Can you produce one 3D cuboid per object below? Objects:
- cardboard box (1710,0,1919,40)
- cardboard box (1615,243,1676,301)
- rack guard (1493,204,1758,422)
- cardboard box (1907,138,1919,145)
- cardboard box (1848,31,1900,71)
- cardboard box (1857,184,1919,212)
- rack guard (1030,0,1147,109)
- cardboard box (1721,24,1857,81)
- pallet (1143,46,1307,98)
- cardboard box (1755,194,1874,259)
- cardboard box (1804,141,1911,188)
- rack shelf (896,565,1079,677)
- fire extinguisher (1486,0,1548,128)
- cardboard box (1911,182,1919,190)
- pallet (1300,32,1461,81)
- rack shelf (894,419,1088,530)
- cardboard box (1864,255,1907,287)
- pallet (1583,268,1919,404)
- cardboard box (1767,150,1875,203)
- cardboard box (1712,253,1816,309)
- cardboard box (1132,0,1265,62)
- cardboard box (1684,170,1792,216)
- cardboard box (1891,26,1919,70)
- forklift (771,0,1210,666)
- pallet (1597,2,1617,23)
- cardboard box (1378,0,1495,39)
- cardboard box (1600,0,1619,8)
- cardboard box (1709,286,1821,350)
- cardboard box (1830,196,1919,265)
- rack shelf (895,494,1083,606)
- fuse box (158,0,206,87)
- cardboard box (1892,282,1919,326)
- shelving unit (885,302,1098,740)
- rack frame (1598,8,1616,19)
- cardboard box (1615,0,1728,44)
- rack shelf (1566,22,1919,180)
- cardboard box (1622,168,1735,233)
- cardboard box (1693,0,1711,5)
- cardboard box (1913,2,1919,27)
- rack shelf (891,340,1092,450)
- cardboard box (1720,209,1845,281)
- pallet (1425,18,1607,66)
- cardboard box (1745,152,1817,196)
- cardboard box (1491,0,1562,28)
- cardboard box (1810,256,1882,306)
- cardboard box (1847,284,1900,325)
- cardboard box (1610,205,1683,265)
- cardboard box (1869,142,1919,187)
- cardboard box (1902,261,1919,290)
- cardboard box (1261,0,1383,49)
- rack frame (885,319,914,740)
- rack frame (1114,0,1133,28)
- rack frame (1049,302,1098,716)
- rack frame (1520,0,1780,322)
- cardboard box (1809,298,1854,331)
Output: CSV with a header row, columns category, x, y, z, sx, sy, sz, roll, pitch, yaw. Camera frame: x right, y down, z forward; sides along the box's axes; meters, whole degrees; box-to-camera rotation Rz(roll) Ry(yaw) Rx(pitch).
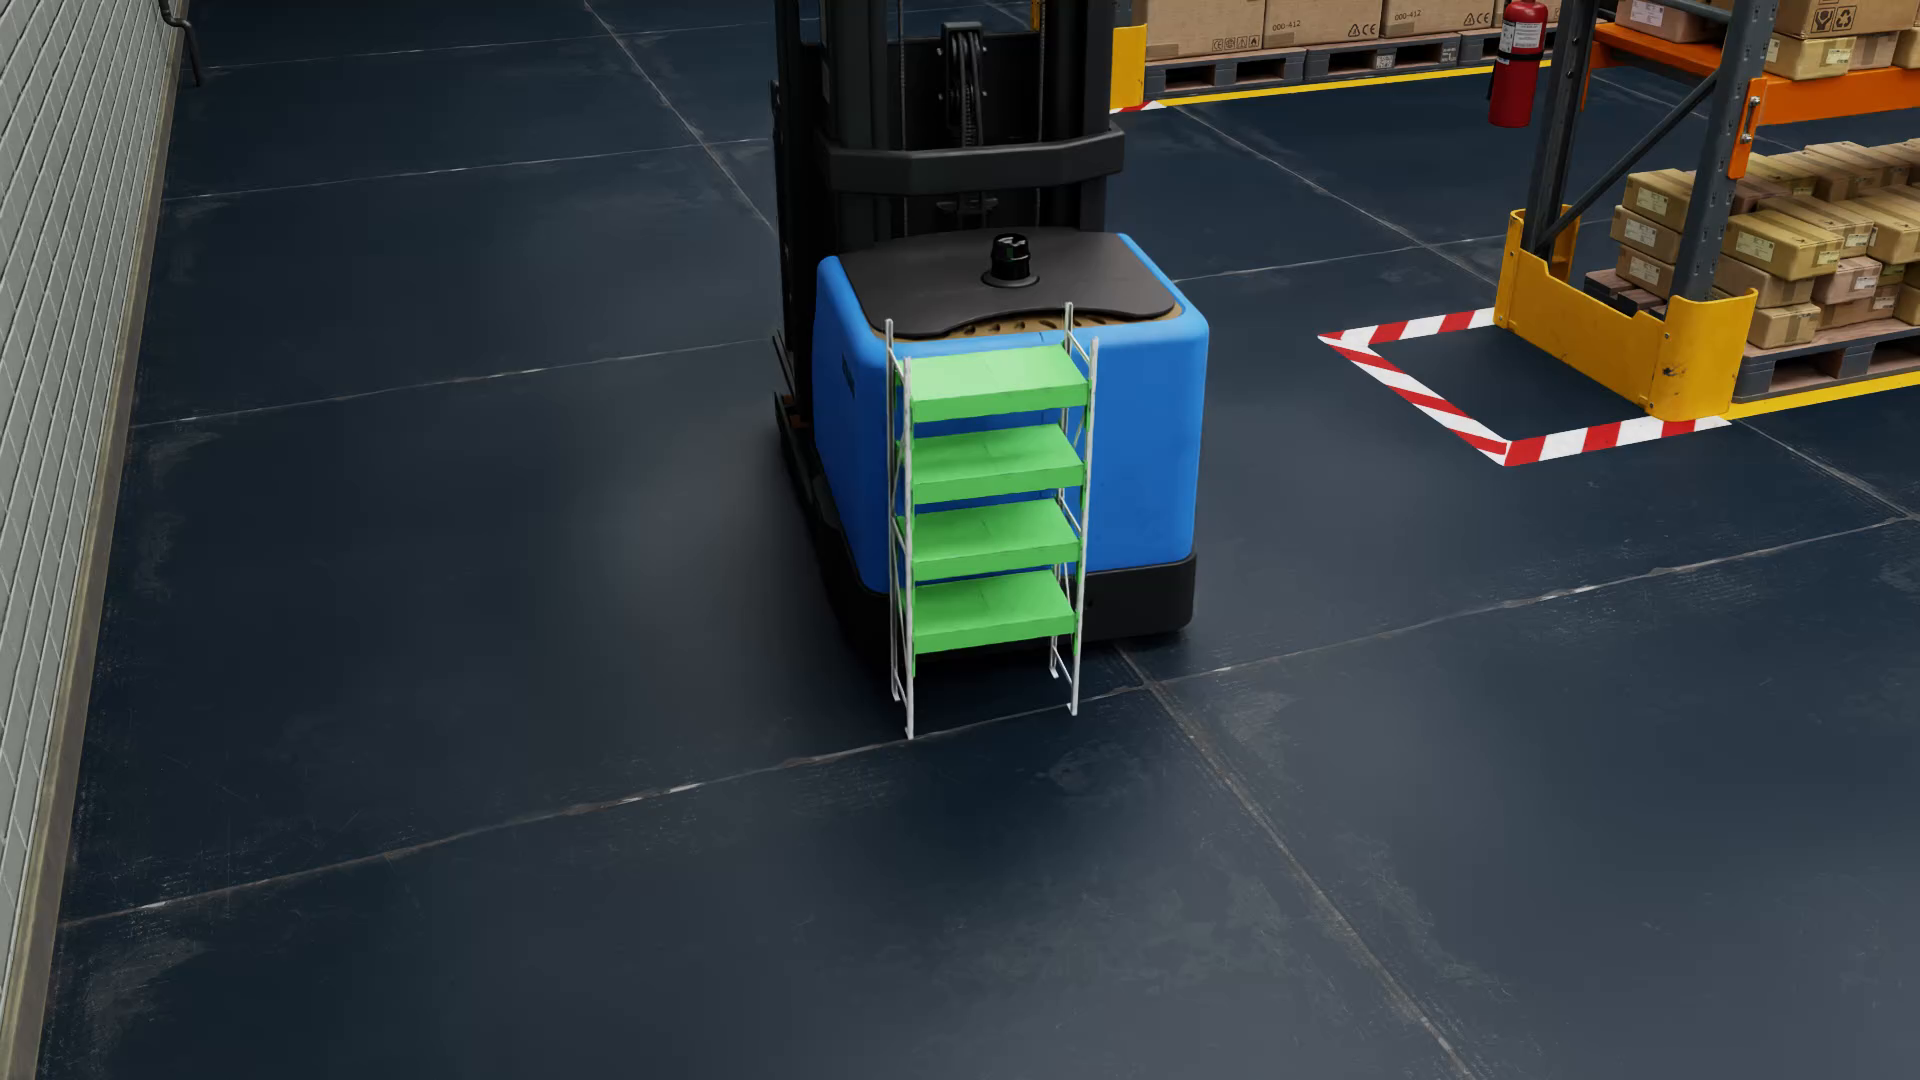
category,x,y,z,sx,sy,sz,roll,pitch,yaw
cardboard box,3.186,-2.168,6.124,0.500,0.500,0.500,-9,31,-15
cardboard box,3.089,-1.177,7.242,0.250,0.149,0.380,-10,31,-17
rack guard,2.740,-0.973,6.953,0.348,0.500,1.175,-10,31,-18
cardboard box,4.549,-1.717,7.589,0.250,0.149,0.380,-10,31,-17
cardboard box,3.311,-1.904,6.315,0.250,0.149,0.380,-9,31,-16
cardboard box,3.979,-1.350,6.944,0.250,0.149,0.380,-12,32,-20
rack guard,0.825,-3.235,10.923,0.348,0.500,1.175,-10,31,-18
cardboard box,3.086,-1.841,6.204,0.250,0.149,0.380,-11,31,-18
pallet,1.570,-3.288,11.308,1.213,0.211,1.003,-10,31,-18
cardboard box,3.495,-1.284,6.829,0.250,0.149,0.380,-10,31,-17
cardboard box,4.027,-1.665,7.497,0.250,0.149,0.380,-9,31,-16
rack shelf,0.071,0.228,4.741,0.480,0.148,0.258,-7,33,-12
fire extinguisher,2.272,-2.021,6.722,0.183,0.674,0.296,-10,31,-18
cardboard box,4.242,-1.393,7.020,0.250,0.149,0.380,-9,31,-16
pallet,2.711,-3.496,11.674,1.213,0.211,1.003,-10,31,-18
rack shelf,0.075,-0.180,4.489,0.480,0.148,0.258,-7,33,-12
cardboard box,3.724,-1.195,6.972,0.250,0.149,0.380,-10,31,-17
pallet,3.514,-0.971,7.242,1.213,0.211,1.003,-10,31,-18
cardboard box,3.795,-1.593,7.370,0.250,0.149,0.380,-12,32,-20
cardboard box,3.249,-1.090,6.789,0.250,0.149,0.380,-9,31,-16
cardboard box,1.431,-3.555,11.123,0.875,0.438,0.875,-12,32,-19
cardboard box,3.332,-1.474,7.162,0.250,0.149,0.380,-10,31,-17
cardboard box,3.581,-1.925,6.353,0.250,0.149,0.380,-11,32,-19
forklift,-0.099,-1.615,5.623,1.130,2.935,3.031,-6,30,-11
pallet,5.294,-3.972,12.509,1.213,0.211,1.003,-10,31,-18
cardboard box,3.132,-3.871,11.679,0.875,0.438,0.875,-11,32,-19
cardboard box,5.150,-4.419,12.198,0.875,0.875,0.875,-9,31,-16
cardboard box,3.271,-0.932,6.811,0.250,0.149,0.380,-10,31,-17
cardboard box,3.775,-1.268,6.801,0.250,0.149,0.380,-11,31,-18
rack shelf,0.073,0.024,4.615,0.480,0.148,0.258,-7,33,-12
fuse box,-5.025,-3.781,10.658,0.414,1.711,0.539,-10,31,-18
cardboard box,3.996,-1.054,7.026,0.250,0.149,0.380,-10,31,-17
shelving unit,0.074,-0.030,4.581,0.503,1.200,0.258,-7,33,-12
rack frame,4.597,-5.016,11.523,0.127,3.000,1.000,-10,31,-18
cardboard box,2.876,-2.124,6.702,0.250,0.149,0.380,-10,31,-18
rack shelf,4.543,-2.079,7.095,4.000,0.370,1.077,-10,31,-18
cardboard box,3.076,-1.457,7.132,0.250,0.149,0.380,-10,31,-17
cardboard box,3.000,-2.416,6.558,0.500,0.500,0.500,-10,31,-17
cardboard box,3.678,-2.272,6.306,0.500,0.500,0.500,-10,31,-18
rack shelf,0.077,-0.384,4.362,0.480,0.148,0.258,-7,33,-12
cardboard box,3.278,-1.181,6.647,0.250,0.149,0.380,-12,32,-20
pallet,3.857,-3.709,12.047,1.213,0.211,1.003,-10,31,-18
cardboard box,3.530,-1.578,7.343,0.250,0.149,0.380,-11,32,-19
cardboard box,3.971,-4.026,11.951,0.875,0.438,0.875,-11,31,-18
cardboard box,3.525,-1.111,6.826,0.250,0.149,0.380,-11,31,-18
cardboard box,3.718,-1.061,7.038,0.250,0.149,0.380,-10,31,-17
cardboard box,3.064,-1.342,7.231,0.250,0.149,0.380,-11,32,-19
cardboard box,4.313,-1.659,7.487,0.250,0.149,0.380,-11,32,-19
cardboard box,4.002,-1.189,6.961,0.250,0.149,0.380,-9,31,-16
cardboard box,2.286,-3.716,11.407,0.875,0.438,0.875,-10,31,-16
rack frame,-0.163,-0.002,4.531,0.015,1.200,0.240,-7,33,-12
rack frame,0.848,-4.325,10.311,0.127,3.000,1.000,-10,31,-18
rack frame,0.311,-0.059,4.632,0.015,1.200,0.240,-7,33,-12
rack frame,2.669,-2.046,6.311,0.127,3.000,1.000,-10,31,-18
cardboard box,3.488,-1.015,6.957,0.250,0.149,0.380,-11,31,-18
